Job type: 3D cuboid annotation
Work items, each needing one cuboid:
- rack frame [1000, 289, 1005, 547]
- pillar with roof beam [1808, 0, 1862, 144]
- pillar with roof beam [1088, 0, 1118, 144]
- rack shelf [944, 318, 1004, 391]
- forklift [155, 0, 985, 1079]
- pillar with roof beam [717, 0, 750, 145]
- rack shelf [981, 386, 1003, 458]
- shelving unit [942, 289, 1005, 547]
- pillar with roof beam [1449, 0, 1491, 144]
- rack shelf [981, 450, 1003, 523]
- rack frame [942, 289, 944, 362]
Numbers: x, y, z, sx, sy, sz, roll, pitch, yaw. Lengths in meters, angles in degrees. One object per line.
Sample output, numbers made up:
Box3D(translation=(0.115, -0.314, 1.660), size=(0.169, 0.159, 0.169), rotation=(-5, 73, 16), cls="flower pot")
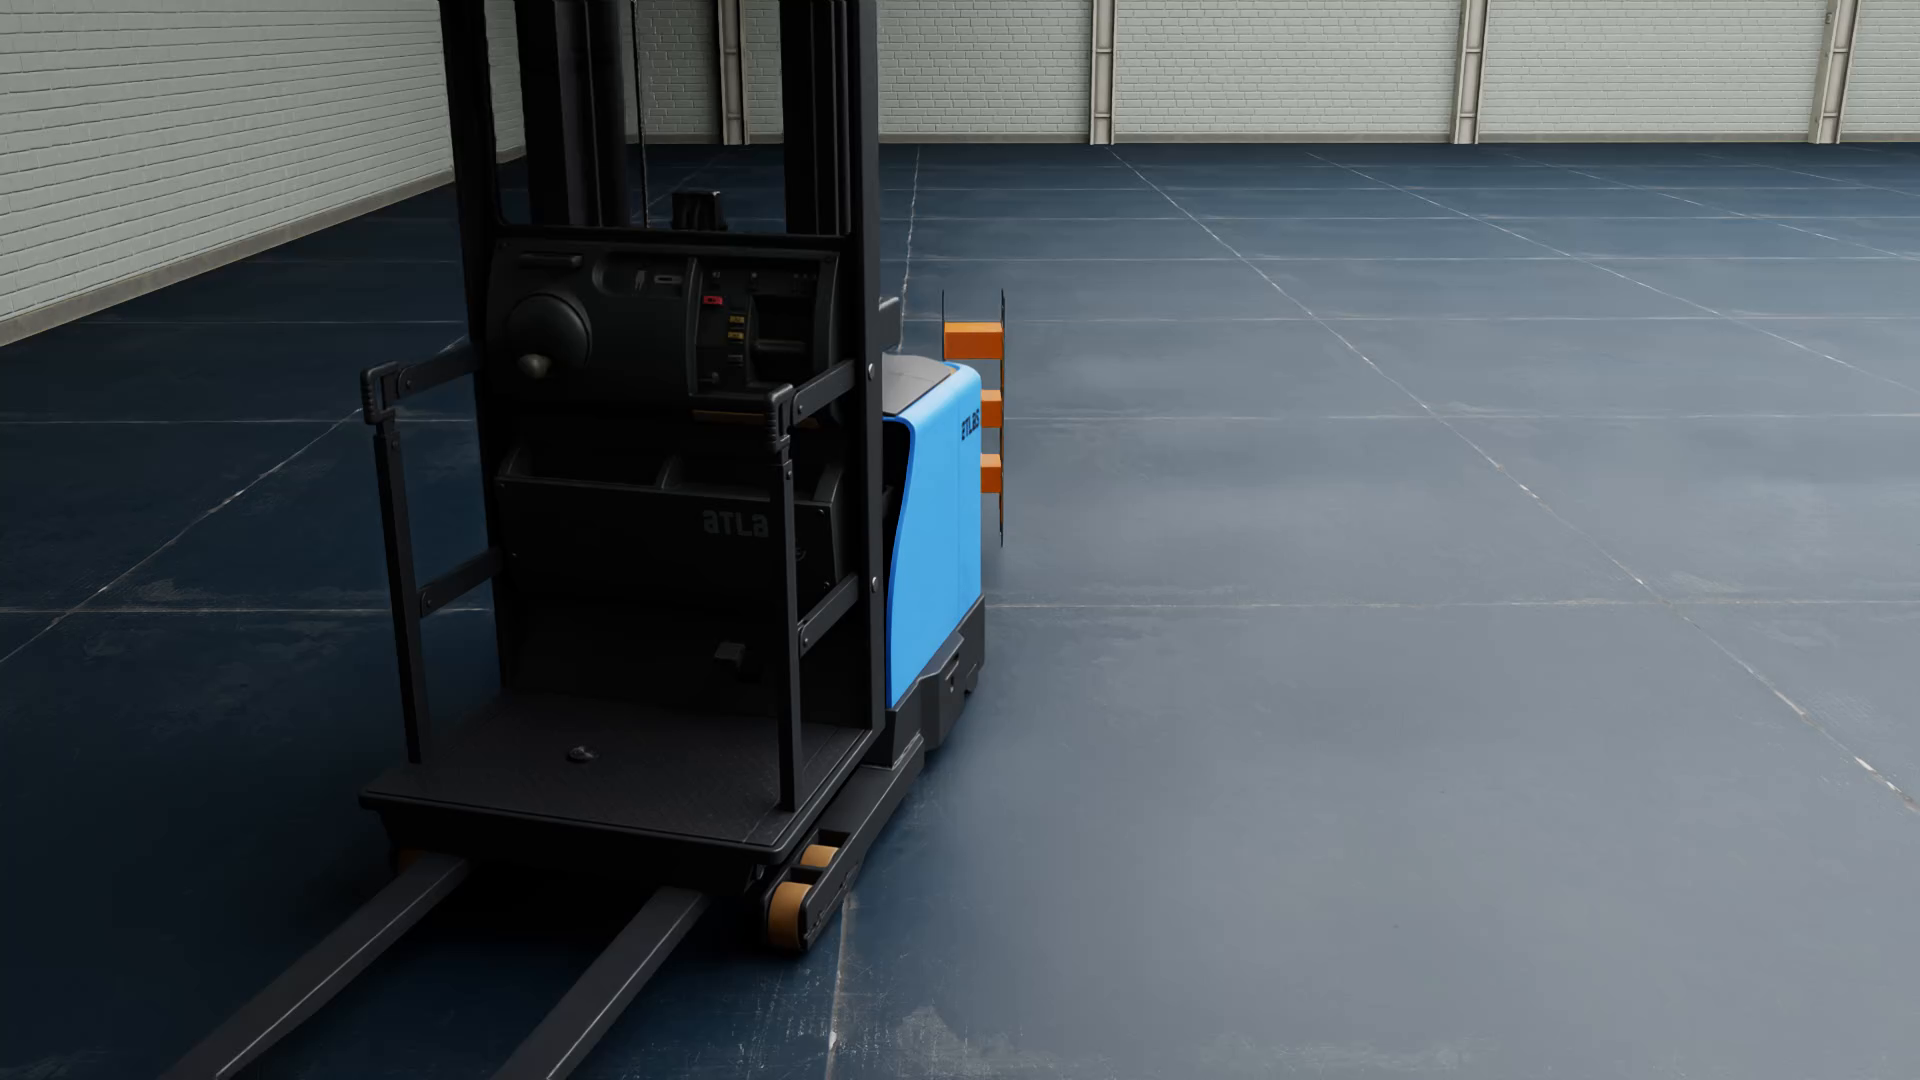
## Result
Box3D(translation=(0.175, -0.501, 6.890), size=(0.008, 1.050, 0.200), rotation=(0, 18, -1), cls="rack frame")
Box3D(translation=(14.395, -9.565, 22.133), size=(0.400, 9.000, 9.100), rotation=(0, 18, -1), cls="pillar with roof beam")
Box3D(translation=(2.396, -9.507, 21.953), size=(0.400, 9.000, 9.100), rotation=(0, 18, -1), cls="pillar with roof beam")
Box3D(translation=(0.053, -0.760, 6.805), size=(0.240, 0.259, 0.215), rotation=(0, 18, -1), cls="rack shelf")
Box3D(translation=(-0.801, -0.543, 3.941), size=(1.130, 2.935, 3.031), rotation=(5, 18, 15), cls="forklift")
Box3D(translation=(-3.603, -9.478, 21.863), size=(0.400, 9.000, 9.100), rotation=(0, 18, -1), cls="pillar with roof beam")
Box3D(translation=(0.053, -0.490, 6.891), size=(0.240, 0.259, 0.215), rotation=(0, 18, -1), cls="rack shelf")
Box3D(translation=(0.053, -0.500, 6.888), size=(0.252, 1.050, 0.215), rotation=(0, 18, -1), cls="shelving unit")
Box3D(translation=(8.396, -9.536, 22.043), size=(0.400, 9.000, 9.100), rotation=(0, 18, -1), cls="pillar with roof beam")
Box3D(translation=(0.053, -0.225, 6.976), size=(0.240, 0.259, 0.215), rotation=(0, 18, -1), cls="rack shelf")
Box3D(translation=(-0.068, -0.500, 6.886), size=(0.008, 1.050, 0.200), rotation=(0, 18, -1), cls="rack frame")
